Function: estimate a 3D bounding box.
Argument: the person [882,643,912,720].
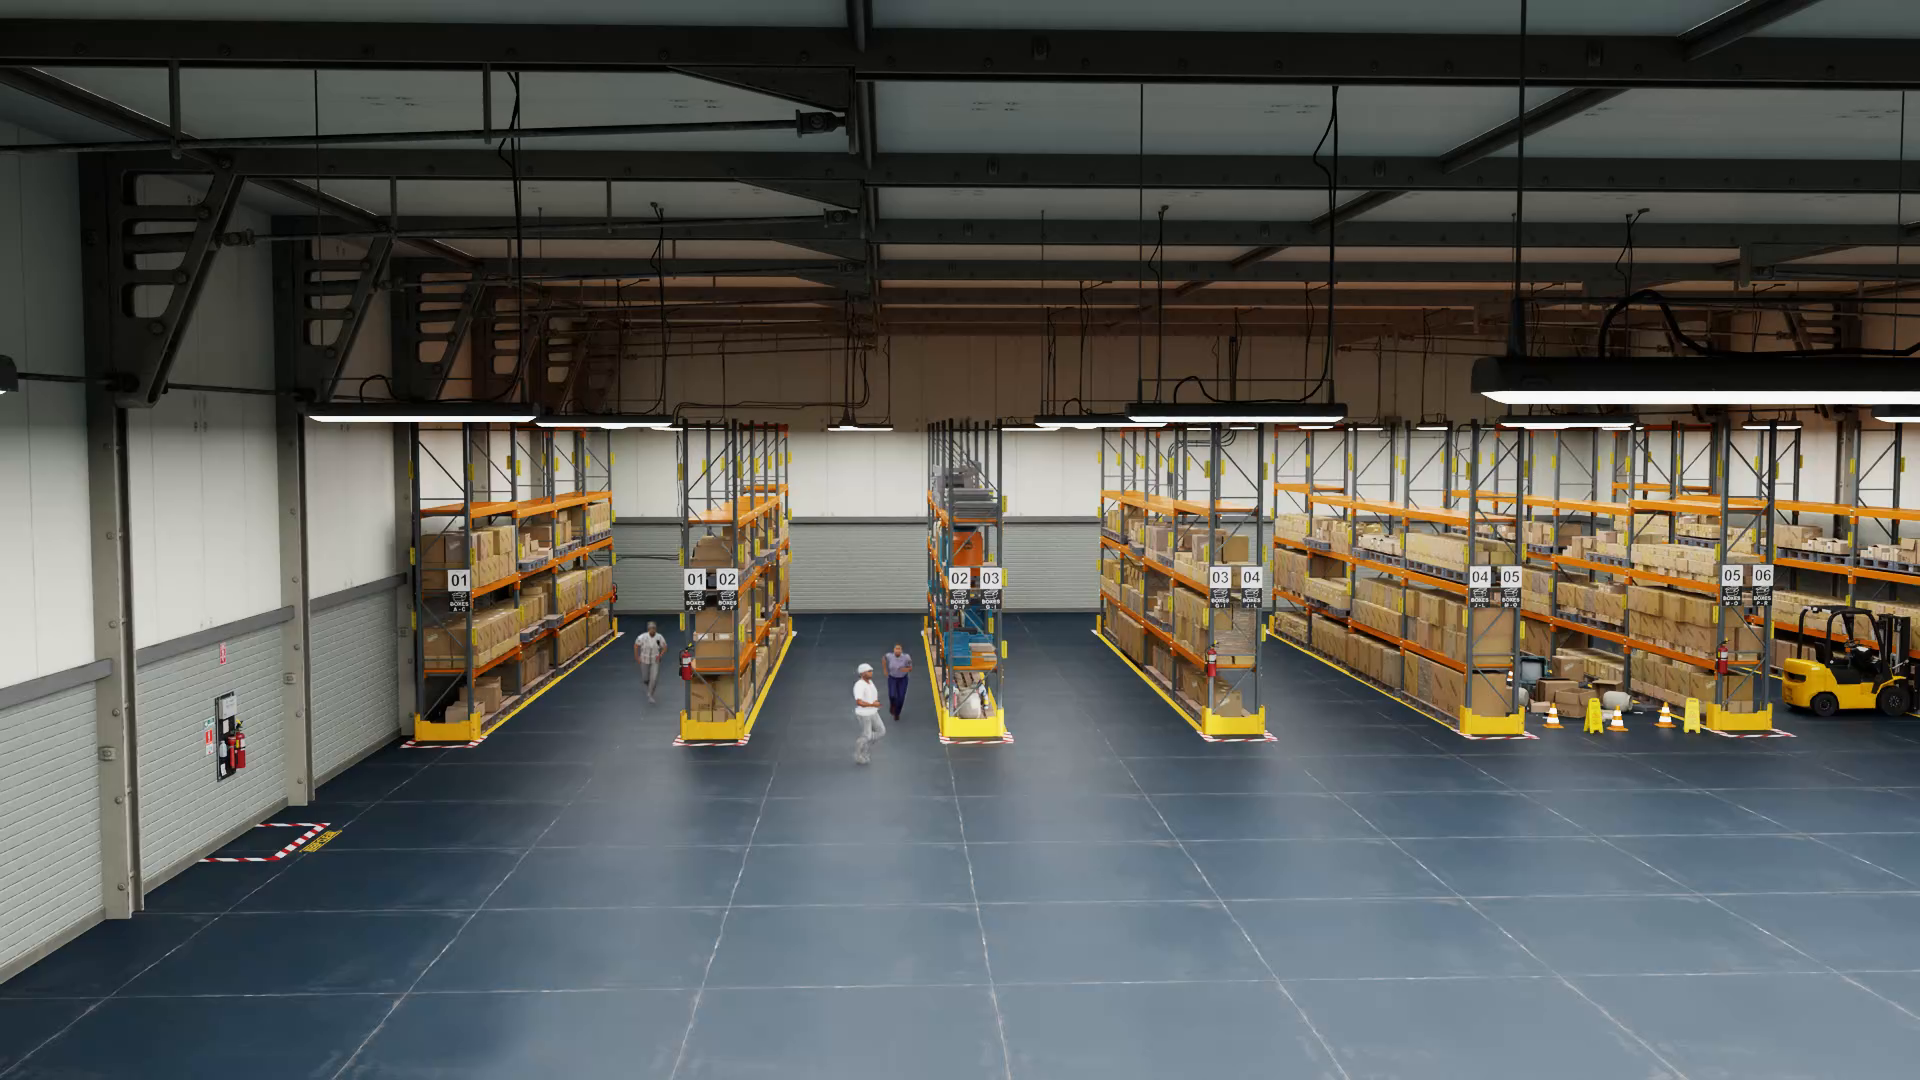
[{"bbox_3d":[-1.253,2.829,33.046,0.587,1.552,0.730,0,4,-5],"label":"person"}]

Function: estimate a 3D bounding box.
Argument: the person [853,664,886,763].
[{"bbox_3d":[-1.571,3.000,28.813,0.613,1.725,0.672,2,4,24],"label":"person"}]

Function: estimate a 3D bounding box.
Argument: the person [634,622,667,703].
[{"bbox_3d":[-6.634,2.599,35.670,0.696,1.744,0.720,-1,4,-11],"label":"person"}]

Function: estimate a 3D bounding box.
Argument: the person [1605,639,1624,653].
[{"bbox_3d":[16.196,2.310,41.008,0.602,1.636,0.802,0,4,-3],"label":"person"}]
